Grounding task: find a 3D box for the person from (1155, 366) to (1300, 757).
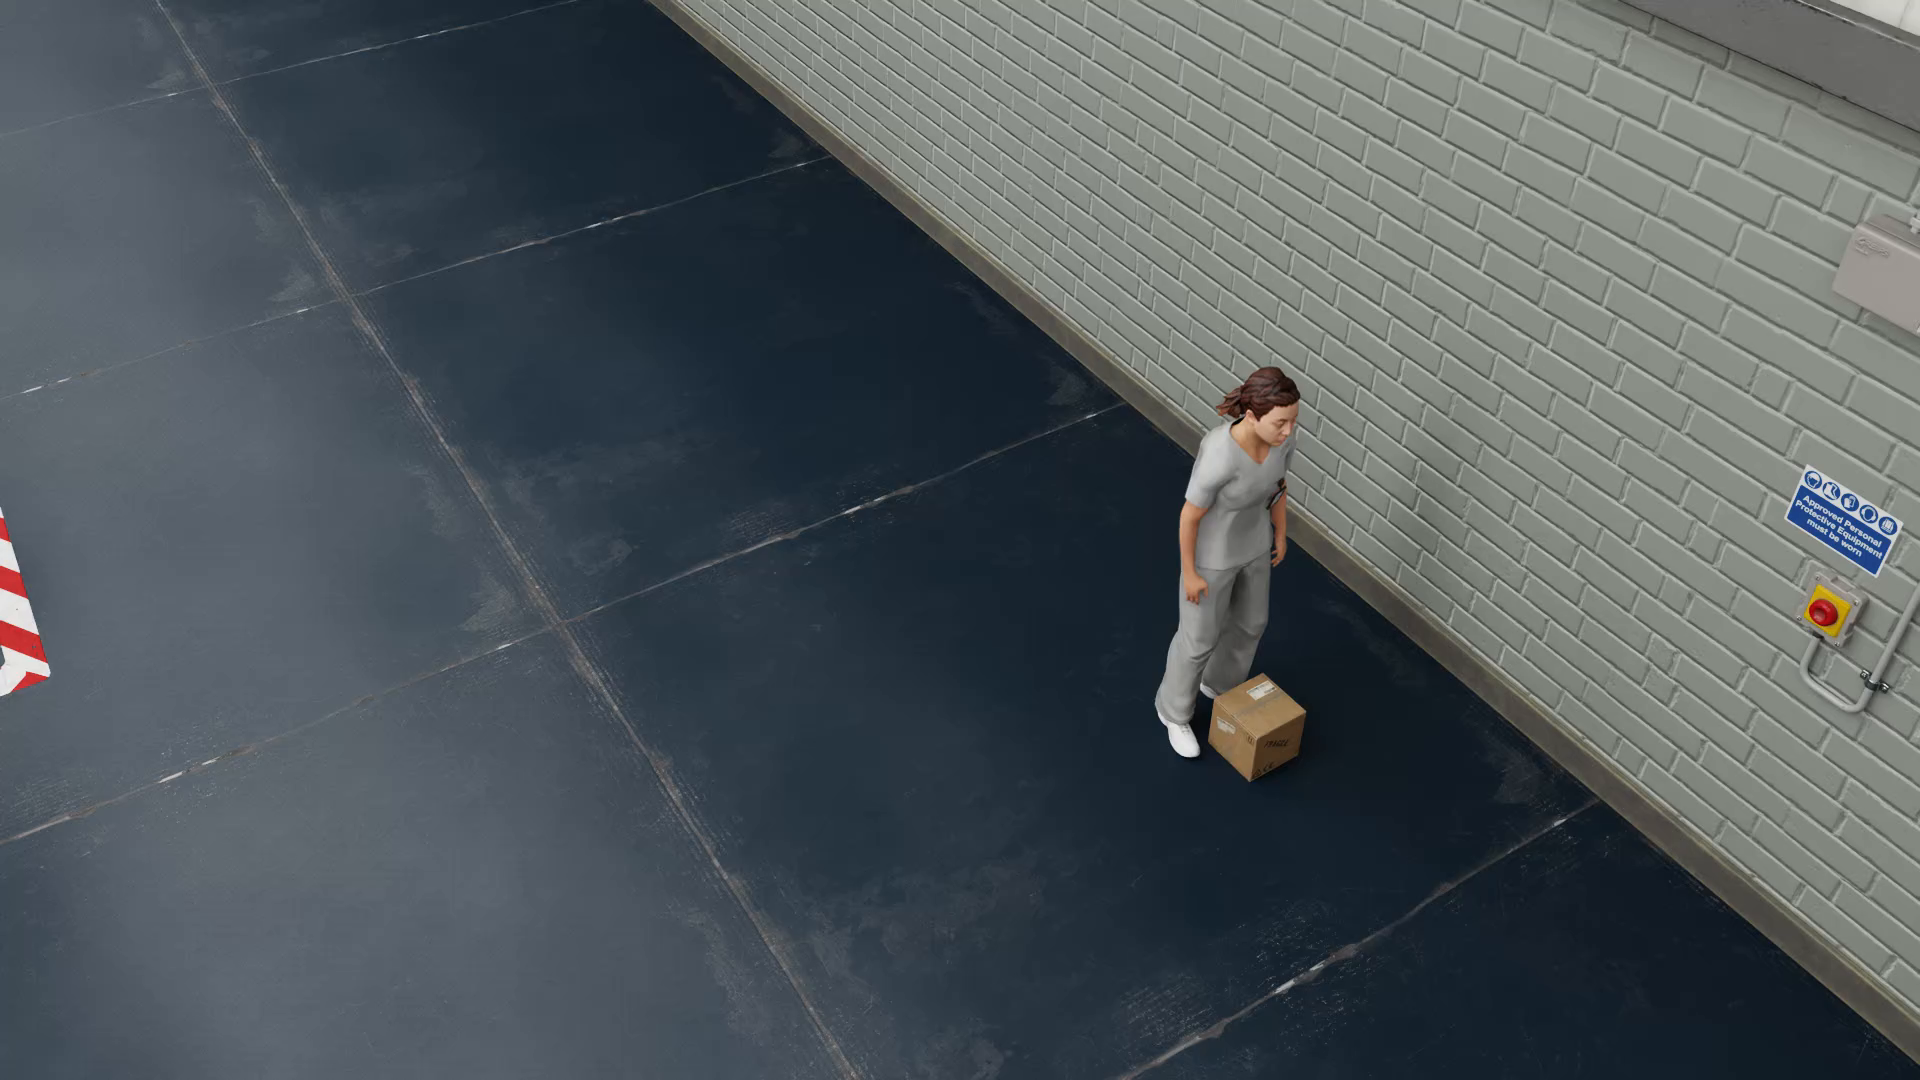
[{"bbox_3d":[0.995,0.054,6.097,0.502,1.672,0.353,-23,46,-25],"label":"person"}]
